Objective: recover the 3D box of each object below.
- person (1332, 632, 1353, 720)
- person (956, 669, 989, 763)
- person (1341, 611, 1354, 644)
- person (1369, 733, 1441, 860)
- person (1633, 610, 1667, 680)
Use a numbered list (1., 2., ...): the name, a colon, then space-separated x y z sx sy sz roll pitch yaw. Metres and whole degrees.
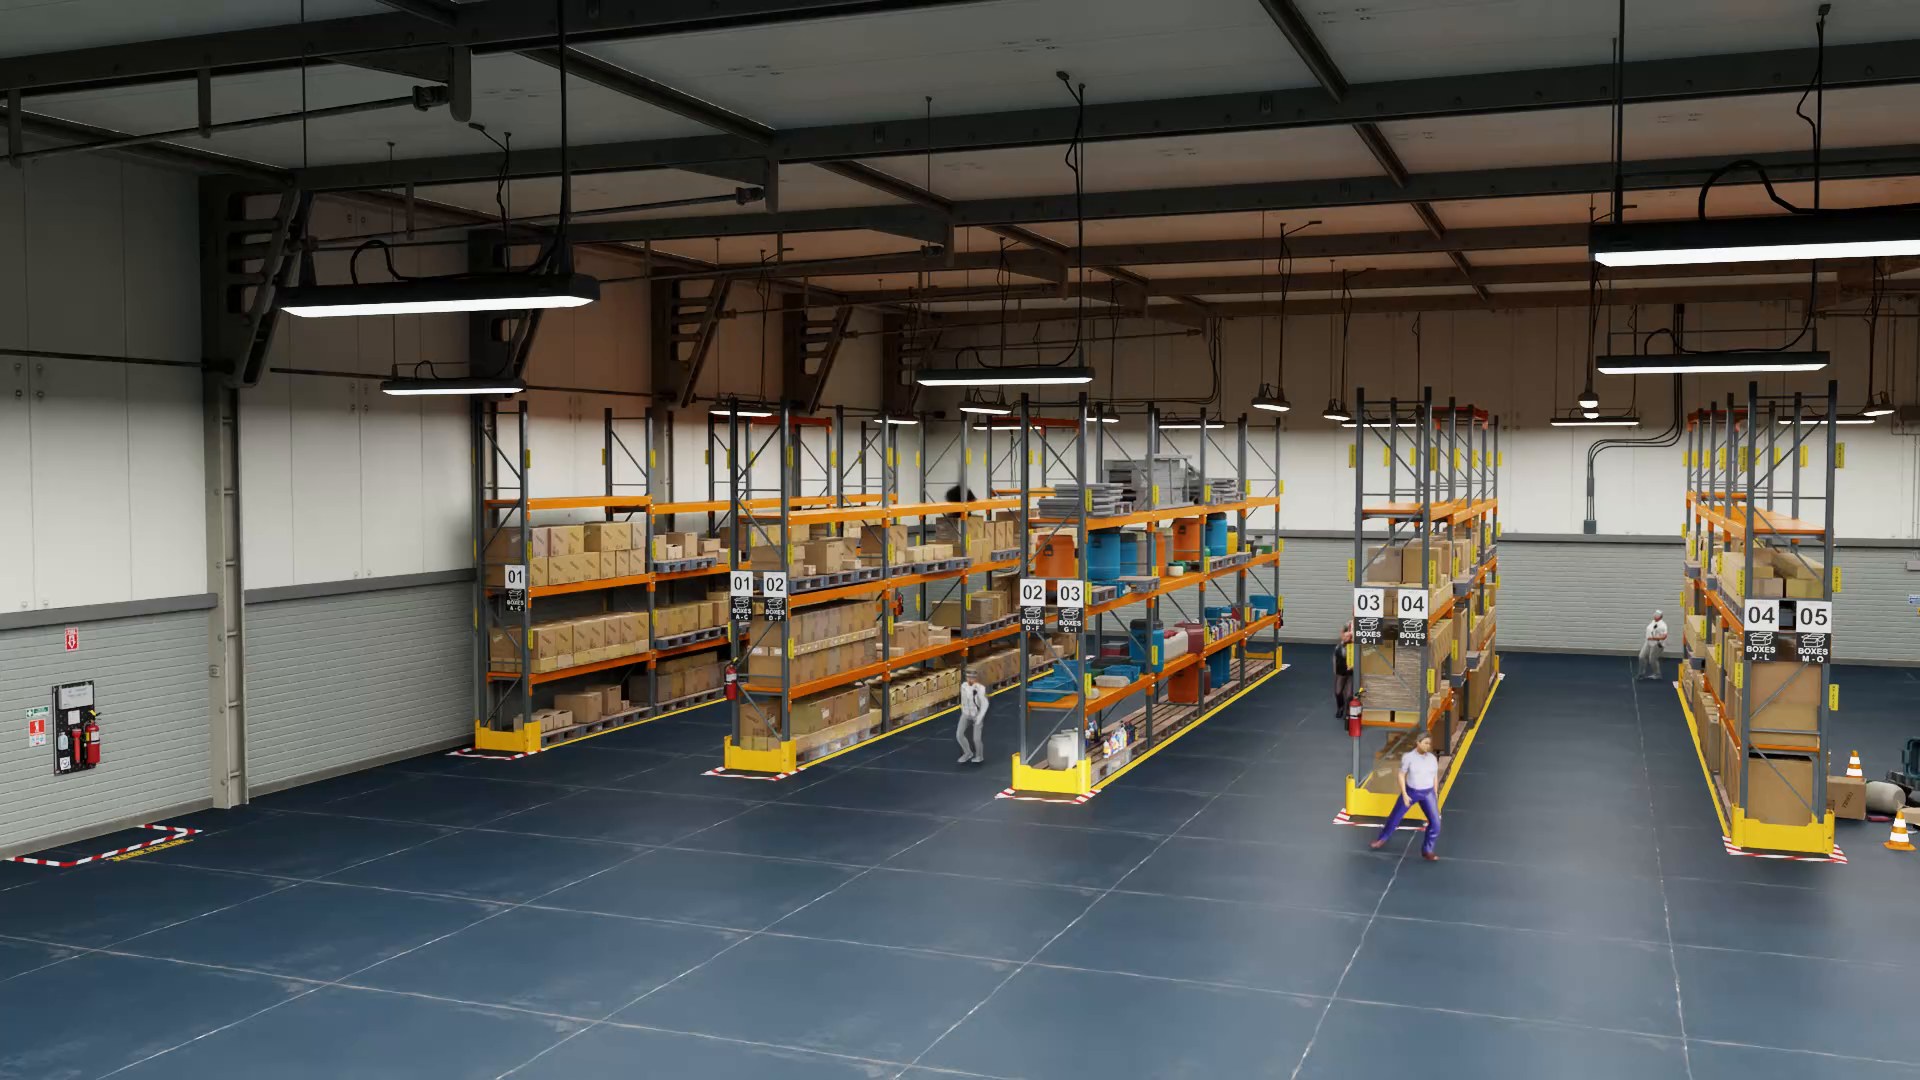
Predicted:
1. person: 7.400 2.605 31.799 0.643 1.708 0.673 1 3 22
2. person: 0.229 2.873 27.179 0.604 1.588 0.694 1 3 26
3. person: 8.529 2.366 35.818 0.639 1.782 0.703 0 3 8
4. person: 5.599 3.192 20.955 0.787 1.571 0.700 0 3 -2
5. person: 15.675 2.392 37.523 0.595 1.662 0.749 -1 3 -15
